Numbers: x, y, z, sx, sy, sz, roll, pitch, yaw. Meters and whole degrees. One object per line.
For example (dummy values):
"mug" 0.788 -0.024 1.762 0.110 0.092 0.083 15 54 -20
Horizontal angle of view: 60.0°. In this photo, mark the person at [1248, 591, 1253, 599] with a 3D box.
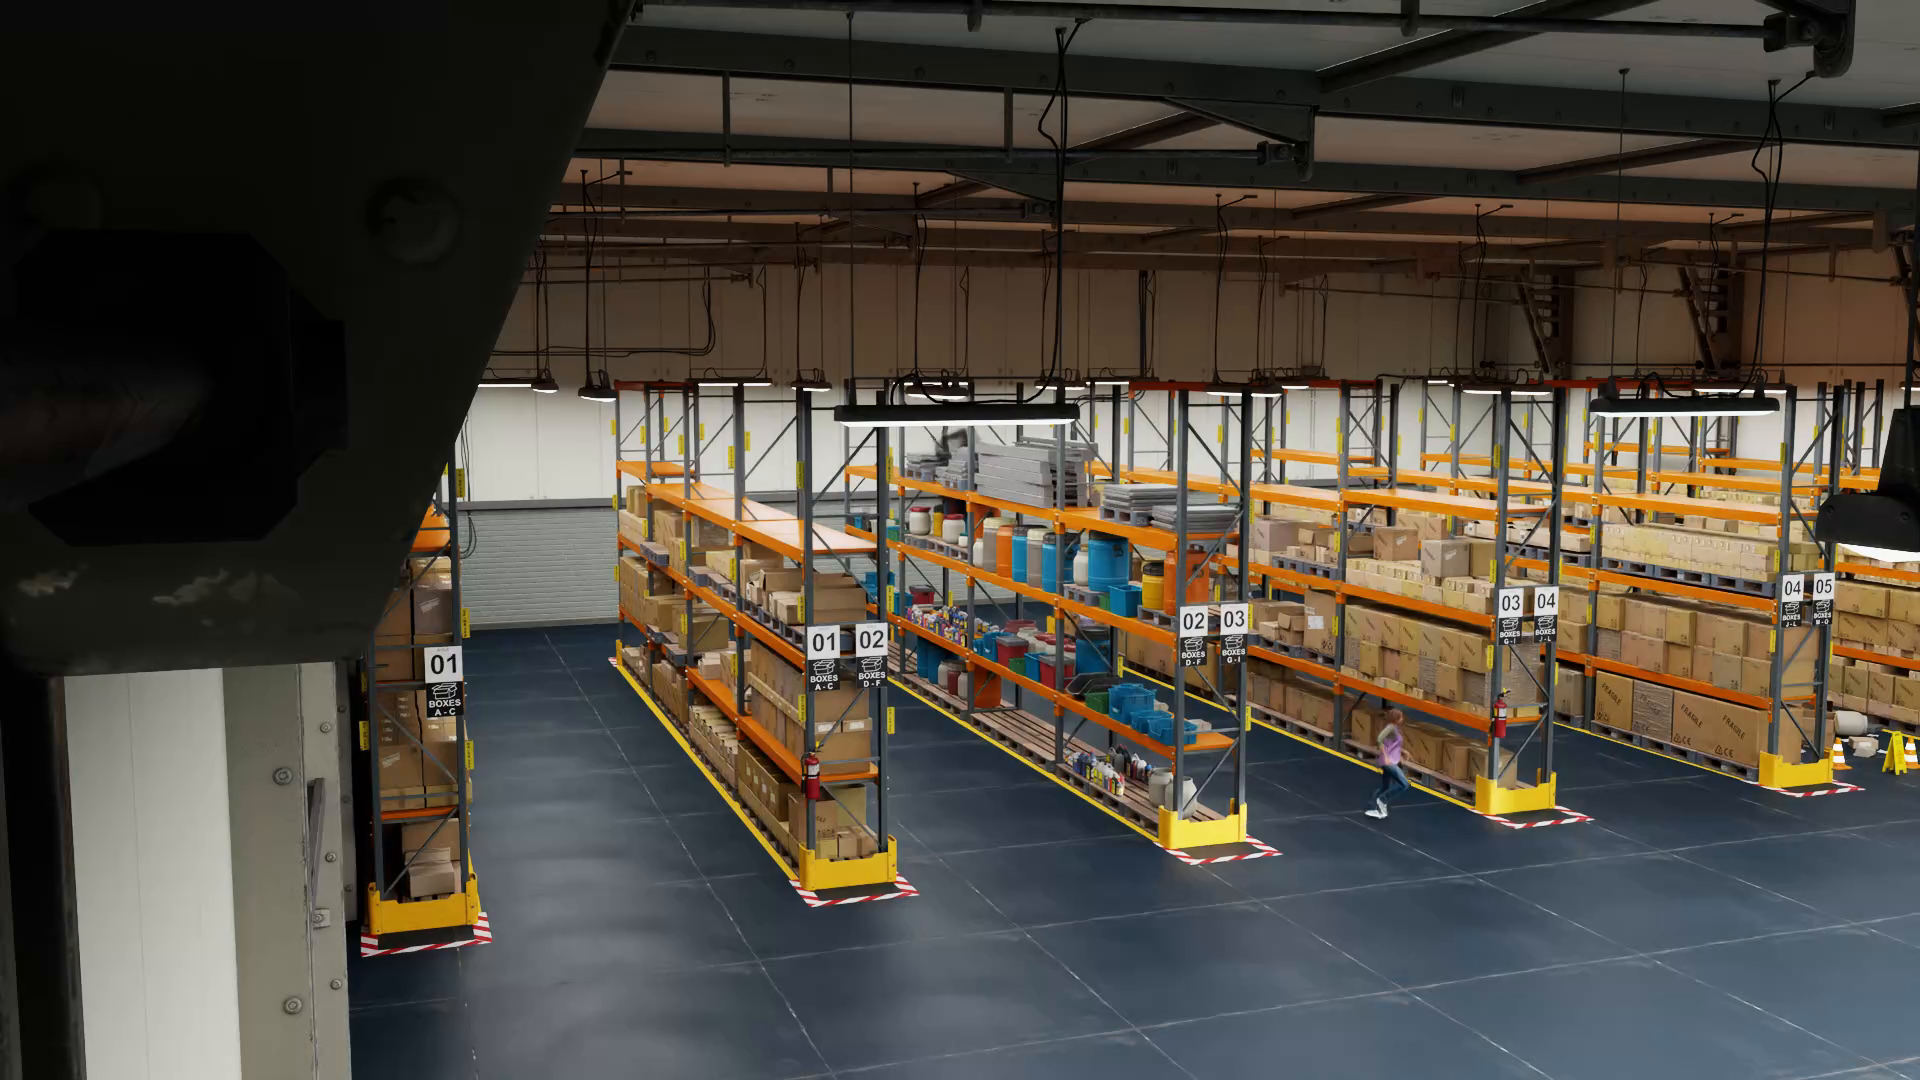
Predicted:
"person" 5.971 1.666 35.948 0.809 1.738 0.568 0 6 -2

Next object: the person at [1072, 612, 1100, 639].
"person" 2.583 1.928 33.863 0.501 1.600 0.779 -2 6 -19

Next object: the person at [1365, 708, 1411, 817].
"person" 5.953 3.108 23.100 0.600 1.554 0.623 2 6 20
